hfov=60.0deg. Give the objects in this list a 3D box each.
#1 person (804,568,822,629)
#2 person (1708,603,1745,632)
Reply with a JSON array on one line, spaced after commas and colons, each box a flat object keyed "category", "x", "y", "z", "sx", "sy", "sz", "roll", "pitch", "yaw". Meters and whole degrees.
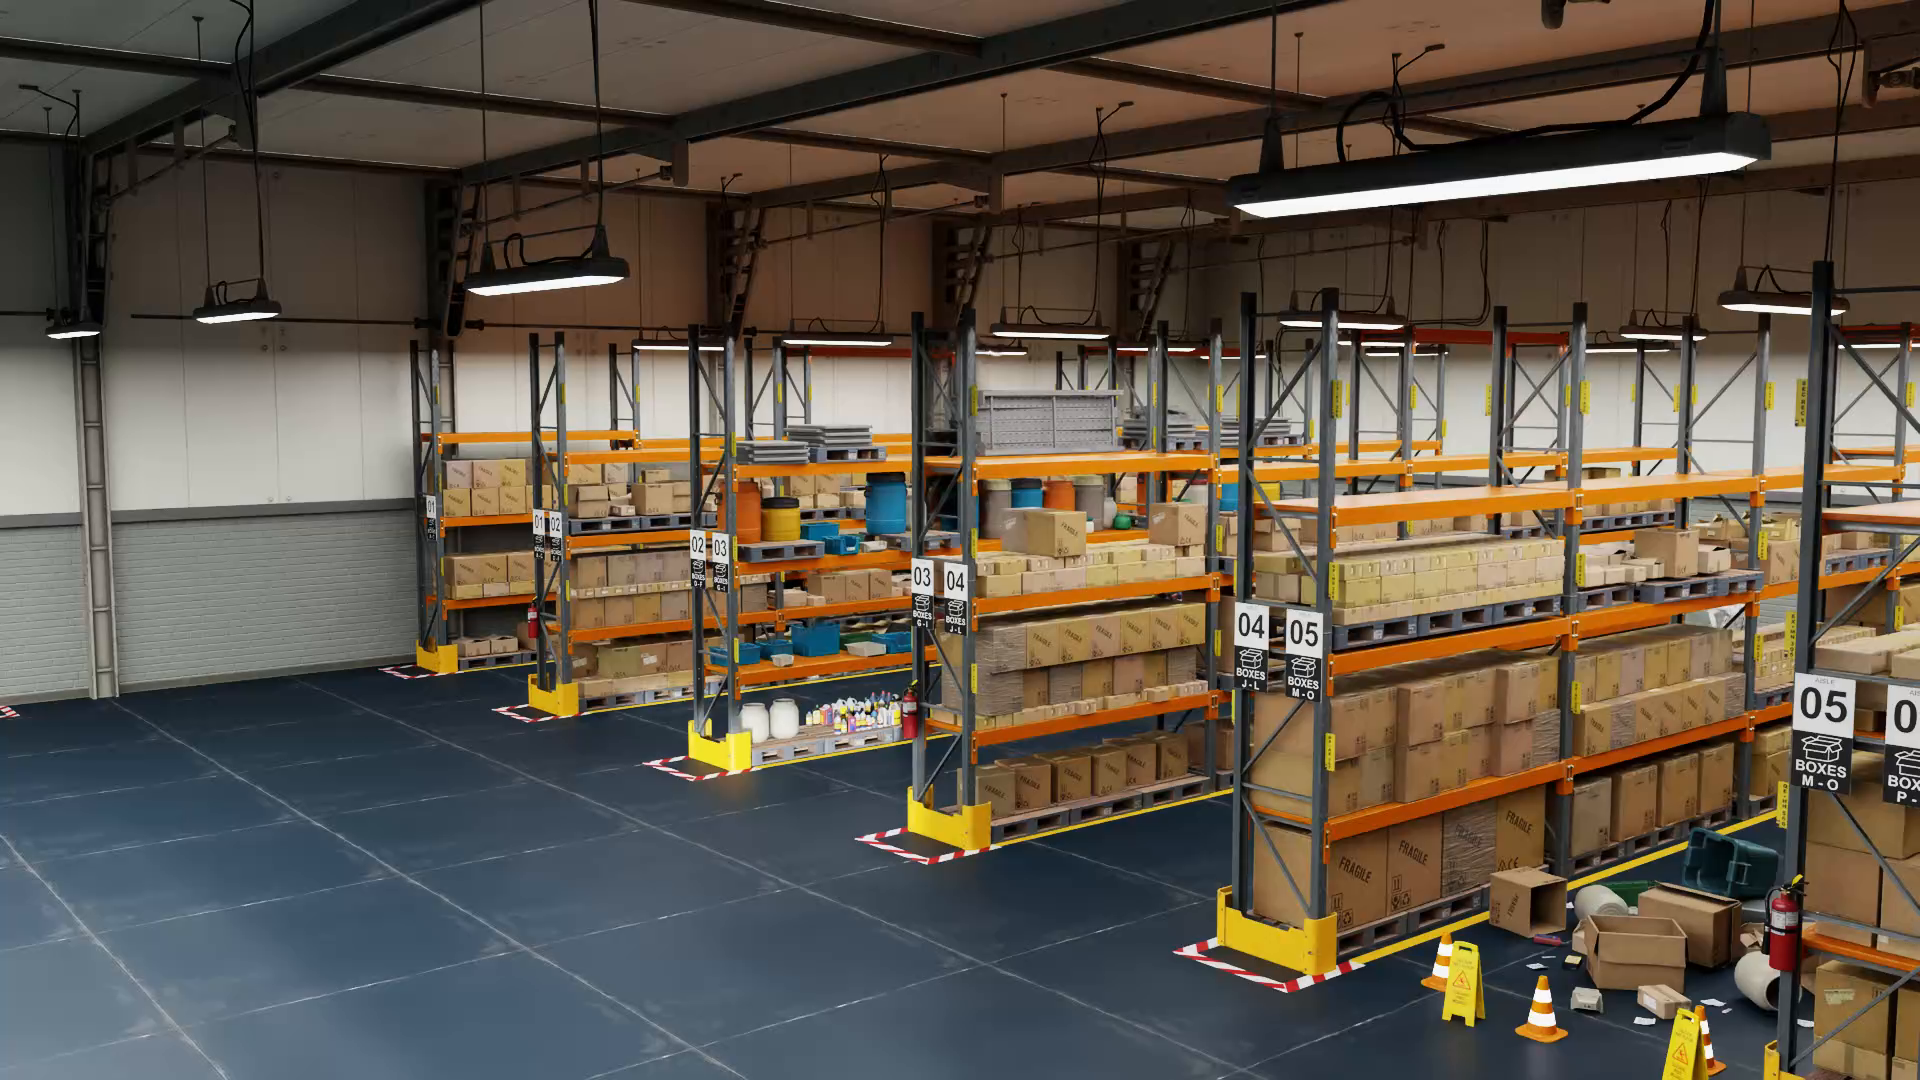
[{"category": "person", "x": -2.806, "y": 1.298, "z": 32.643, "sx": 0.857, "sy": 1.719, "sz": 0.562, "roll": -5, "pitch": 7, "yaw": -44}, {"category": "person", "x": 13.381, "y": 1.653, "z": 28.846, "sx": 0.632, "sy": 1.713, "sz": 0.888, "roll": -1, "pitch": 5, "yaw": -8}]
